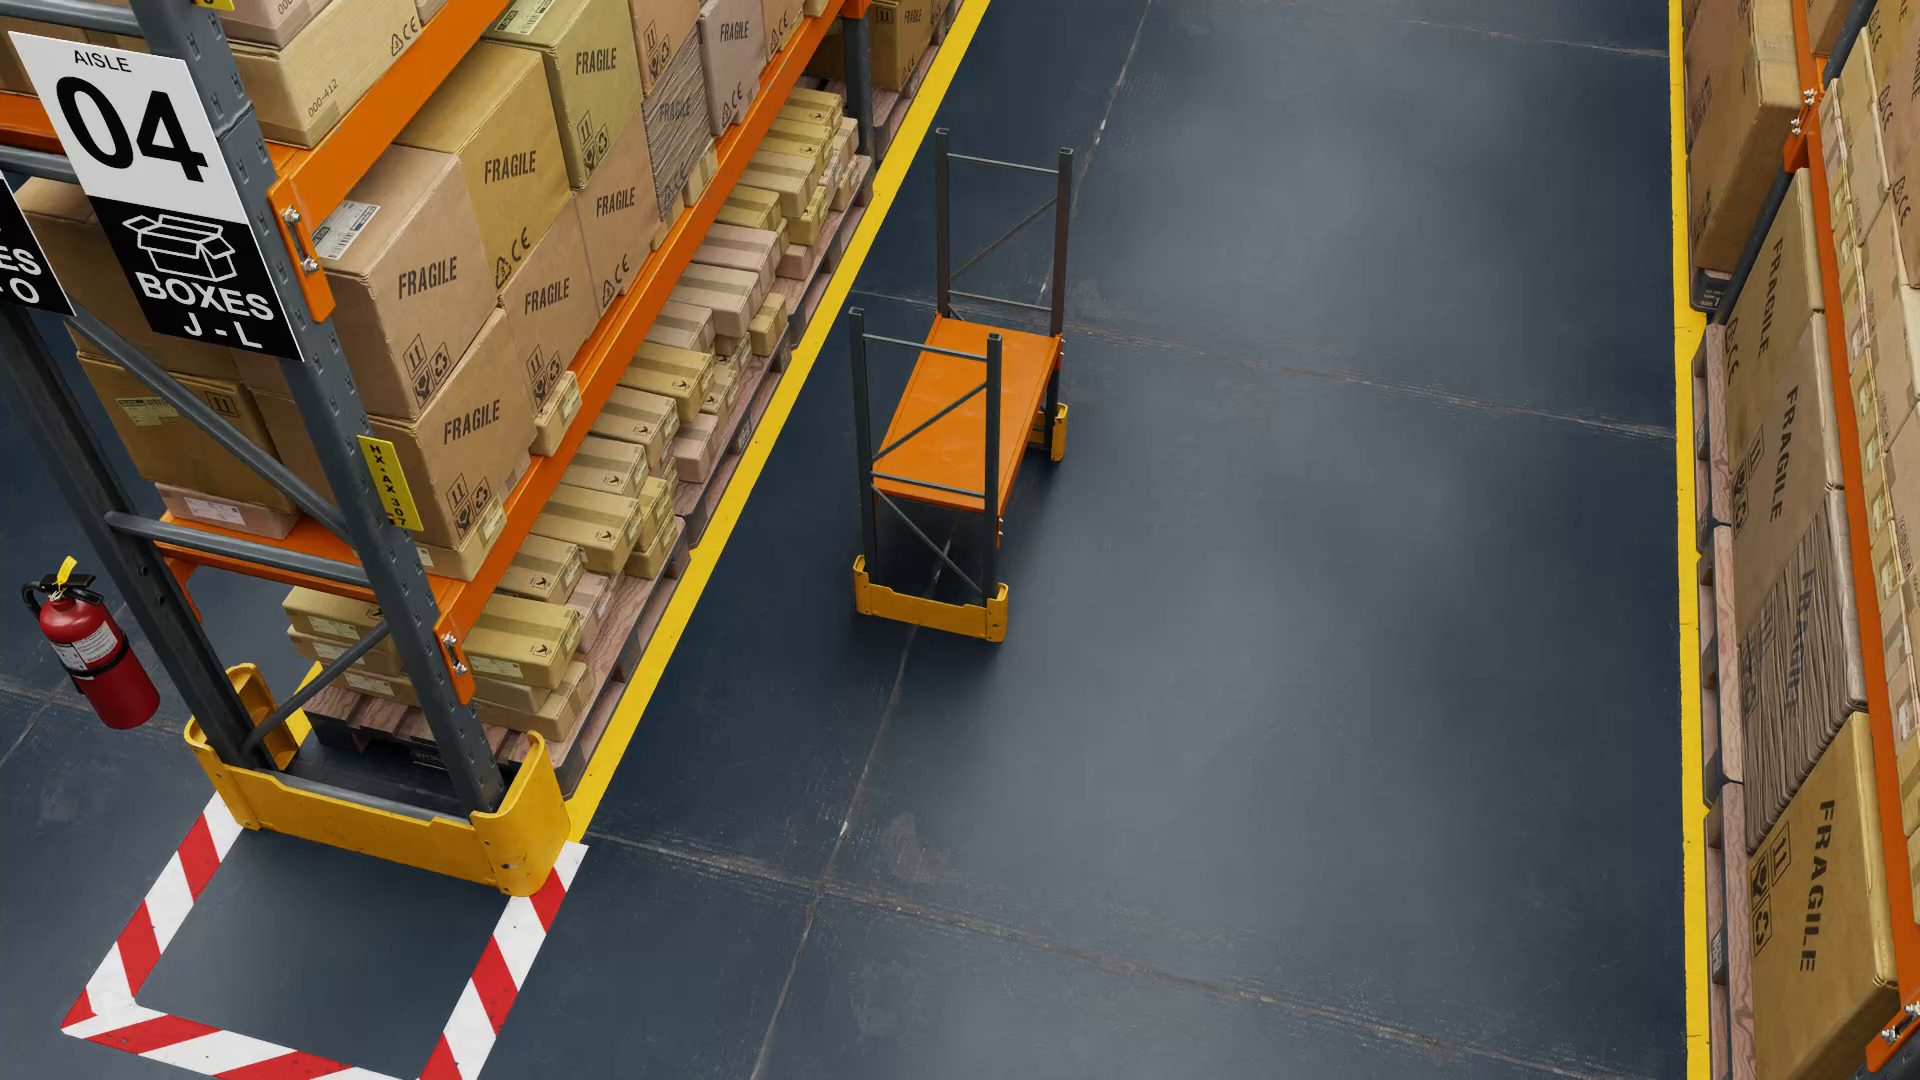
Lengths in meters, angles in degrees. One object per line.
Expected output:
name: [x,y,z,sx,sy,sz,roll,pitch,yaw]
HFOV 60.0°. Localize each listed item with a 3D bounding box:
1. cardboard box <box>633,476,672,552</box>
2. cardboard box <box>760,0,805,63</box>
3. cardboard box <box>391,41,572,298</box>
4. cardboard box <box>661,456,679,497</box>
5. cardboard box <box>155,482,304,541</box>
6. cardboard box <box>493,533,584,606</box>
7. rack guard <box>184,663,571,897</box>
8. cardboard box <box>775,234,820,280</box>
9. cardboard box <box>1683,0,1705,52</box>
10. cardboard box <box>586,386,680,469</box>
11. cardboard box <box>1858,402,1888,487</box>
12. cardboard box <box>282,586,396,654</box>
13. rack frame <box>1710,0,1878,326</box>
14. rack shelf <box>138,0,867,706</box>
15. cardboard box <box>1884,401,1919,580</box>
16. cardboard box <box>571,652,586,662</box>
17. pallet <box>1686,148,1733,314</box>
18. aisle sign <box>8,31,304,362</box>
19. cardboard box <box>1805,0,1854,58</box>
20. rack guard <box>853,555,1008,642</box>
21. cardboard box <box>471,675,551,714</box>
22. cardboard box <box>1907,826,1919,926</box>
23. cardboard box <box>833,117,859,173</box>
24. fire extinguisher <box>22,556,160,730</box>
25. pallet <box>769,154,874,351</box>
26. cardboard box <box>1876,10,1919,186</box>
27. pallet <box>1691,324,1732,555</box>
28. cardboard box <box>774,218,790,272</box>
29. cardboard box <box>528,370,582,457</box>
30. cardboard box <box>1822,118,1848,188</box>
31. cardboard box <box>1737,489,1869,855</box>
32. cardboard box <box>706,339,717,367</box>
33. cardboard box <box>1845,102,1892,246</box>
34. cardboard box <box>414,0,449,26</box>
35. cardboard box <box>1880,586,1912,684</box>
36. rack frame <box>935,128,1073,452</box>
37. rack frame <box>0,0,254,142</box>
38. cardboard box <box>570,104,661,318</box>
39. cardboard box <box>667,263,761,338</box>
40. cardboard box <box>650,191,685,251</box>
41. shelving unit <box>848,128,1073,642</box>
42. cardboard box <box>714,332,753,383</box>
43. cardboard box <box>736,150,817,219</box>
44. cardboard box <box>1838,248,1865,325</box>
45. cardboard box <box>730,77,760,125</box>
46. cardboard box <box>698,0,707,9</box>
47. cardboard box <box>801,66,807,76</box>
cardboard box: [-1.305,-0.129,6.205,0.380,0.149,0.250,13,50,11]
cardboard box: [-0.908,-2.205,6.349,0.500,0.500,0.500,10,49,9]
cardboard box: [-1.467,-1.062,4.674,0.500,0.500,0.500,13,50,11]
cardboard box: [-1.325,-0.226,6.489,0.380,0.149,0.250,12,50,10]
cardboard box: [-2.155,-0.170,4.985,0.380,0.149,0.250,12,50,10]
cardboard box: [-1.546,0.111,5.795,0.380,0.149,0.250,12,50,11]
rack guard: [-1.948,0.811,5.620,1.175,0.500,0.348,12,50,10]
cardboard box: [-0.846,-1.324,7.458,0.380,0.149,0.250,10,49,9]
cardboard box: [4.452,-2.993,8.447,1.225,0.875,0.875,12,50,10]
cardboard box: [-1.289,-0.440,6.281,0.380,0.149,0.250,13,50,12]
cardboard box: [2.969,-0.254,5.060,0.380,0.149,0.250,12,50,11]
cardboard box: [-2.073,0.213,5.704,0.380,0.149,0.250,12,50,10]
rack frame: [3.843,-1.803,6.259,1.000,3.000,0.127,12,50,10]
rack shelf: [-1.442,-1.170,6.180,1.077,0.370,4.000,12,50,10]
cardboard box: [2.929,-0.096,4.655,0.500,0.250,0.500,10,49,9]
cardboard box: [-1.532,0.322,6.005,0.380,0.149,0.250,11,50,10]
pallet: [3.973,-1.453,7.810,1.003,0.211,1.213,12,50,10]
aisle sign: [-1.698,-0.709,3.560,0.394,0.787,0.004,12,50,10]
cardboard box: [3.703,-2.228,6.568,0.500,0.500,0.500,12,50,10]
rack guard: [-0.111,0.222,6.306,0.587,0.250,0.087,12,50,10]
cardboard box: [-1.583,0.416,5.724,0.380,0.149,0.250,13,50,12]
cardboard box: [2.566,0.851,4.084,0.380,0.149,0.250,12,50,11]
cardboard box: [-0.692,-1.858,7.731,0.380,0.149,0.250,12,50,11]
fire extinguisher: [-2.480,0.279,4.722,0.296,0.674,0.183,12,50,10]
pallet: [-1.058,-1.439,7.798,1.003,0.211,1.213,12,50,10]
cardboard box: [3.333,-1.449,5.348,0.500,0.500,0.500,12,50,10]
pallet: [3.567,-0.345,6.833,1.003,0.211,1.213,12,50,10]
cardboard box: [-0.965,-1.300,7.239,0.380,0.149,0.250,12,50,10]
cardboard box: [-1.417,-0.424,5.210,0.380,0.149,0.250,10,49,9]
cardboard box: [3.375,-1.381,6.055,0.380,0.149,0.250,10,49,9]
cardboard box: [3.121,0.518,5.348,0.875,0.875,0.875,12,50,10]
cardboard box: [-1.215,-0.738,6.742,0.380,0.149,0.250,14,50,12]
cardboard box: [3.331,-1.204,5.633,0.500,0.250,0.500,11,50,10]
cardboard box: [-1.461,-1.558,4.143,0.500,0.250,0.500,13,50,11]
cardboard box: [2.767,0.300,4.571,0.380,0.149,0.250,12,50,11]
rack frame: [0.156,-0.926,6.486,0.500,1.500,0.032,12,50,10]
rack frame: [-1.968,-1.946,2.385,1.000,3.000,0.127,12,50,10]
cardboard box: [-1.326,-1.107,5.380,0.500,0.500,0.500,12,50,11]
cardboard box: [-1.030,-0.980,6.758,0.380,0.149,0.250,10,49,9]
cardboard box: [-1.205,-1.186,5.883,0.380,0.149,0.250,13,50,11]
shelving unit: [0.020,-0.551,6.155,0.587,1.500,1.083,12,50,10]
cardboard box: [-1.096,-0.775,6.974,0.380,0.149,0.250,12,50,11]
cardboard box: [-0.846,-1.564,7.273,0.380,0.149,0.250,11,50,10]
cardboard box: [3.172,-0.815,5.555,0.380,0.149,0.250,11,49,10]
cardboard box: [-0.990,-1.745,6.376,0.380,0.149,0.250,10,49,8]
cardboard box: [-1.058,-2.181,5.661,0.500,0.500,0.500,13,50,11]
cardboard box: [-0.964,-2.751,8.484,0.500,0.500,0.500,11,49,9]
